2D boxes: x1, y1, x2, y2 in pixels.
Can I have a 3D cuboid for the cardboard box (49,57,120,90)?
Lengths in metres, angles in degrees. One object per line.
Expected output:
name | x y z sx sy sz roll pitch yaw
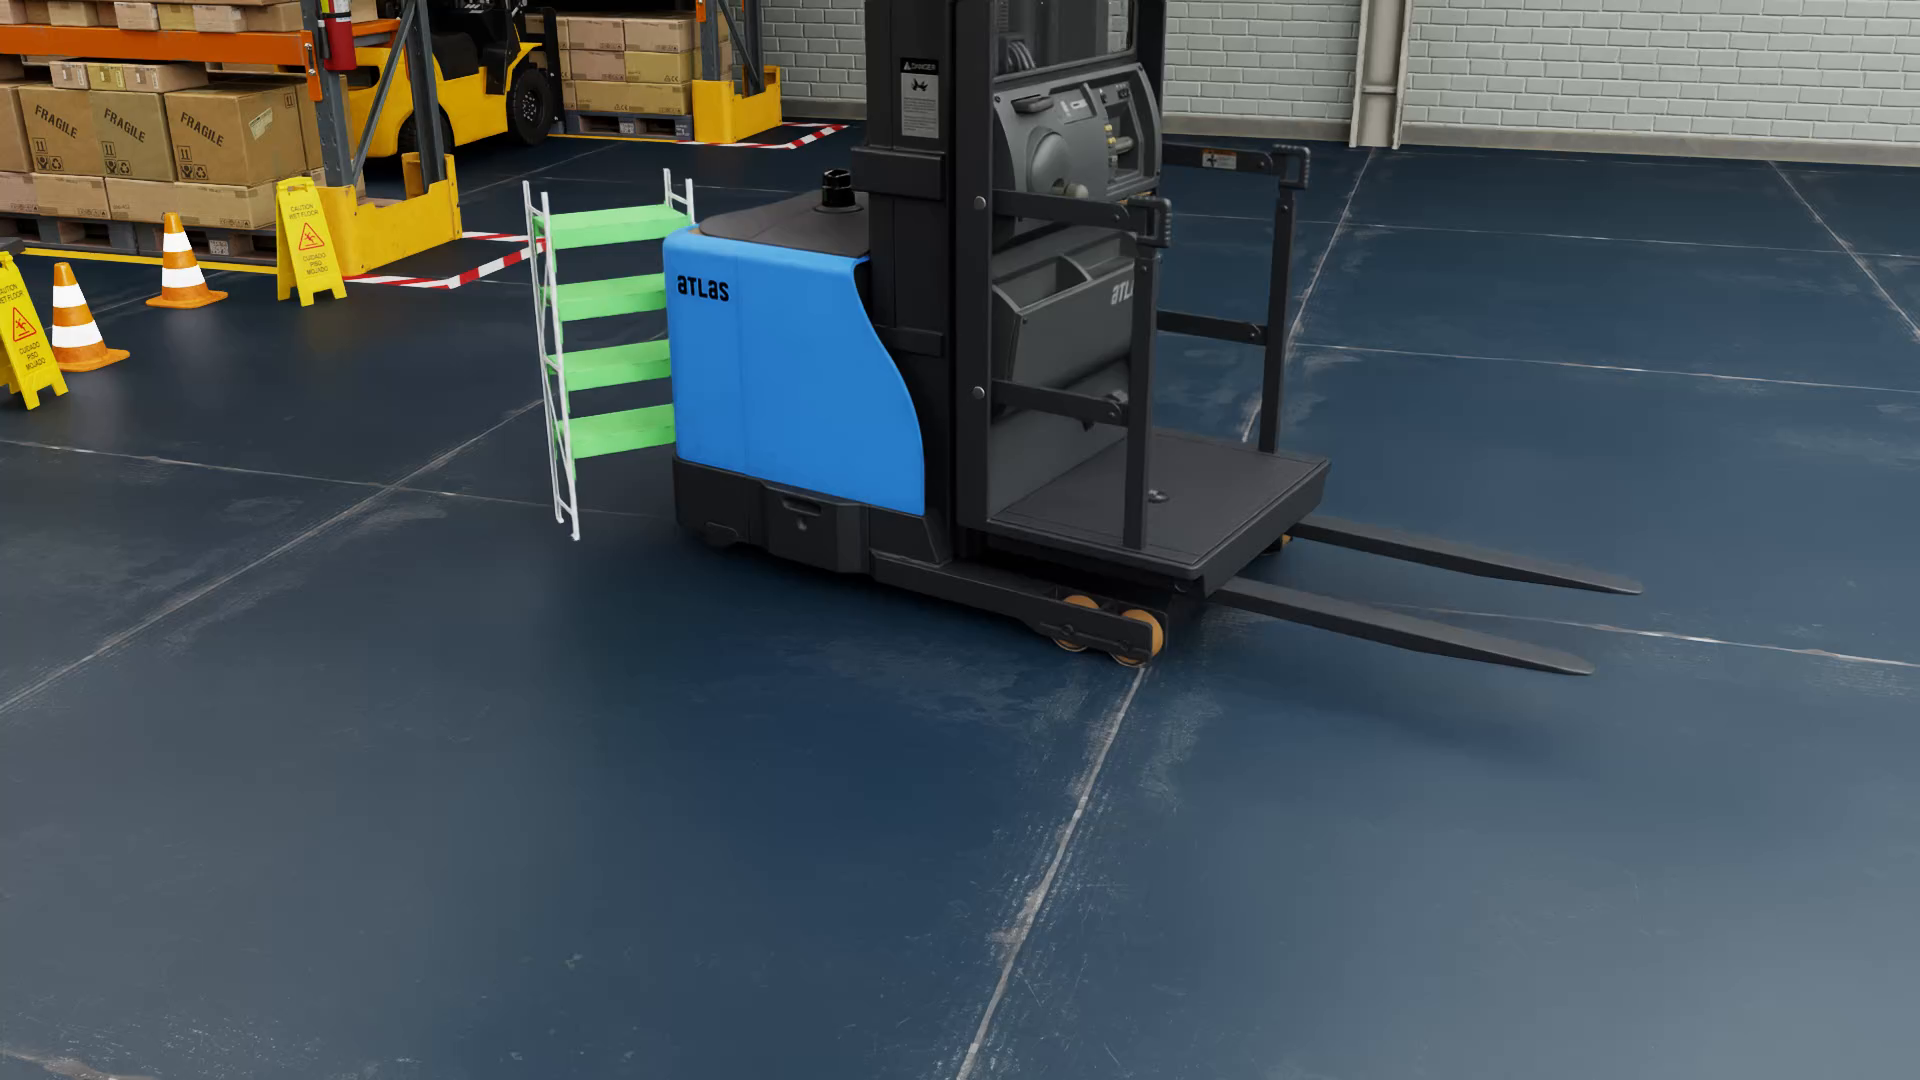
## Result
cardboard box | -5.055 -2.729 9.699 0.250 0.149 0.380 8 23 18

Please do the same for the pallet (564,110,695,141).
pallet | -2.664 -3.676 14.452 1.213 0.211 1.003 7 23 16

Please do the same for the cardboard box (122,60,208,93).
cardboard box | -4.563 -2.671 9.557 0.250 0.149 0.380 7 23 17

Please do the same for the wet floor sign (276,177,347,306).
wet floor sign | -3.477 -1.594 8.806 0.232 0.644 0.267 16 27 34

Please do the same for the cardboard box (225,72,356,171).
cardboard box | -4.065 -2.554 10.124 0.500 0.500 0.500 6 23 14

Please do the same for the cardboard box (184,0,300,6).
cardboard box | -3.949 -3.236 9.184 0.500 0.500 0.500 6 23 15

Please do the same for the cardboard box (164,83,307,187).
cardboard box | -4.192 -2.355 9.641 0.500 0.500 0.500 7 23 16

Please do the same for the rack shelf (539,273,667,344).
rack shelf | -1.170 -0.802 5.680 0.480 0.148 0.258 -12 25 -27

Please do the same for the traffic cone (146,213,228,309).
traffic cone | -4.134 -1.498 8.812 0.334 0.463 0.336 7 23 16

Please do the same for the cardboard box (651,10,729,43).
cardboard box | -2.325 -4.403 14.304 0.500 0.250 0.500 6 23 15

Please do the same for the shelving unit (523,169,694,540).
shelving unit | -1.170 -0.639 5.747 0.503 1.200 0.258 -12 25 -27

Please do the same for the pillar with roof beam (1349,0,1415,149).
pillar with roof beam | 2.175 -5.854 8.185 0.400 9.000 9.100 7 23 16

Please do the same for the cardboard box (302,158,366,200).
cardboard box | -4.042 -2.204 10.261 0.500 0.250 0.500 6 23 15

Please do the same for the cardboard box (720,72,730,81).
cardboard box | -2.334 -3.944 14.502 0.500 0.250 0.500 7 23 16

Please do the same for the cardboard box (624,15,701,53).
cardboard box | -2.451 -4.219 13.855 0.500 0.250 0.500 7 23 17

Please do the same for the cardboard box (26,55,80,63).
cardboard box | -8.358 -4.727 15.918 0.625 0.625 0.875 7 23 17

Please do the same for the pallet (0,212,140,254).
pallet | -5.355 -2.048 10.484 1.213 0.211 1.003 7 23 16

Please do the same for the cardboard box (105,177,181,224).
cardboard box | -4.695 -2.066 9.923 0.500 0.250 0.500 7 23 16

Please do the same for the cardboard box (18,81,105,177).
cardboard box | -5.174 -2.469 9.919 0.500 0.500 0.500 6 23 14

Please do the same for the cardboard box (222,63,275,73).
cardboard box | -6.252 -4.484 15.325 0.625 0.625 0.875 8 24 18

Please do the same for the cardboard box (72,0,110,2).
cardboard box | -4.905 -3.349 9.458 0.500 0.500 0.500 6 23 15

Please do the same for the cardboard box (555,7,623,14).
cardboard box | -3.280 -4.515 14.578 0.500 0.250 0.500 6 23 15

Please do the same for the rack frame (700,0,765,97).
rack frame | -1.920 -4.897 13.756 0.127 3.000 1.000 7 23 16

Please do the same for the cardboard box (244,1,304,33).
cardboard box | -3.770 -2.940 9.316 0.250 0.149 0.380 7 23 17

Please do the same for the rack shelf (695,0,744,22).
rack shelf | -3.835 -4.783 14.427 4.000 0.370 1.077 7 23 16

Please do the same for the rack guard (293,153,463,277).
rack guard | -3.423 -1.945 9.853 0.348 0.500 1.175 7 23 16

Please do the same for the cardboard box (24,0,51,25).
cardboard box | -5.228 -3.115 9.742 0.250 0.149 0.380 7 23 16

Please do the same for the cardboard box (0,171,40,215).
cardboard box | -5.670 -2.179 10.200 0.500 0.250 0.500 6 23 15

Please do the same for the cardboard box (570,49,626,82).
cardboard box | -2.953 -4.049 14.100 0.500 0.250 0.500 6 23 15

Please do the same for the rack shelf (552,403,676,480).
rack shelf | -1.170 -0.358 5.862 0.480 0.148 0.258 -12 25 -27

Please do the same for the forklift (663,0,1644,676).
forklift | 0.539 -1.213 4.866 3.031 2.935 1.130 13 26 30

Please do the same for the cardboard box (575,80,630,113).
cardboard box | -2.934 -3.814 14.185 0.500 0.250 0.500 7 23 15

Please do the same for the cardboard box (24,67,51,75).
cardboard box | -5.559 -2.723 10.537 0.500 0.500 0.500 8 24 18

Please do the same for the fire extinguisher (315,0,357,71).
fire extinguisher | -3.374 -2.877 8.934 0.183 0.674 0.296 7 23 16

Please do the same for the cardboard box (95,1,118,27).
cardboard box | -4.744 -3.060 9.608 0.250 0.149 0.380 7 23 16

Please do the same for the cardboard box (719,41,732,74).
cardboard box | -2.310 -4.177 14.413 0.500 0.250 0.500 7 23 16

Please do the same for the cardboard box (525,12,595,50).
cardboard box | -3.427 -4.324 14.112 0.500 0.250 0.500 7 23 16

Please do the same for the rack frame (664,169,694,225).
rack frame | -0.957 -0.684 5.856 0.015 1.200 0.240 -12 25 -27

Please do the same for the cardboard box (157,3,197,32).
cardboard box | -4.284 -2.964 9.373 0.250 0.149 0.380 6 23 15

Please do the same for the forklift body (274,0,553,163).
forklift body | -4.262 -4.049 12.808 1.214 2.155 2.313 7 23 16
